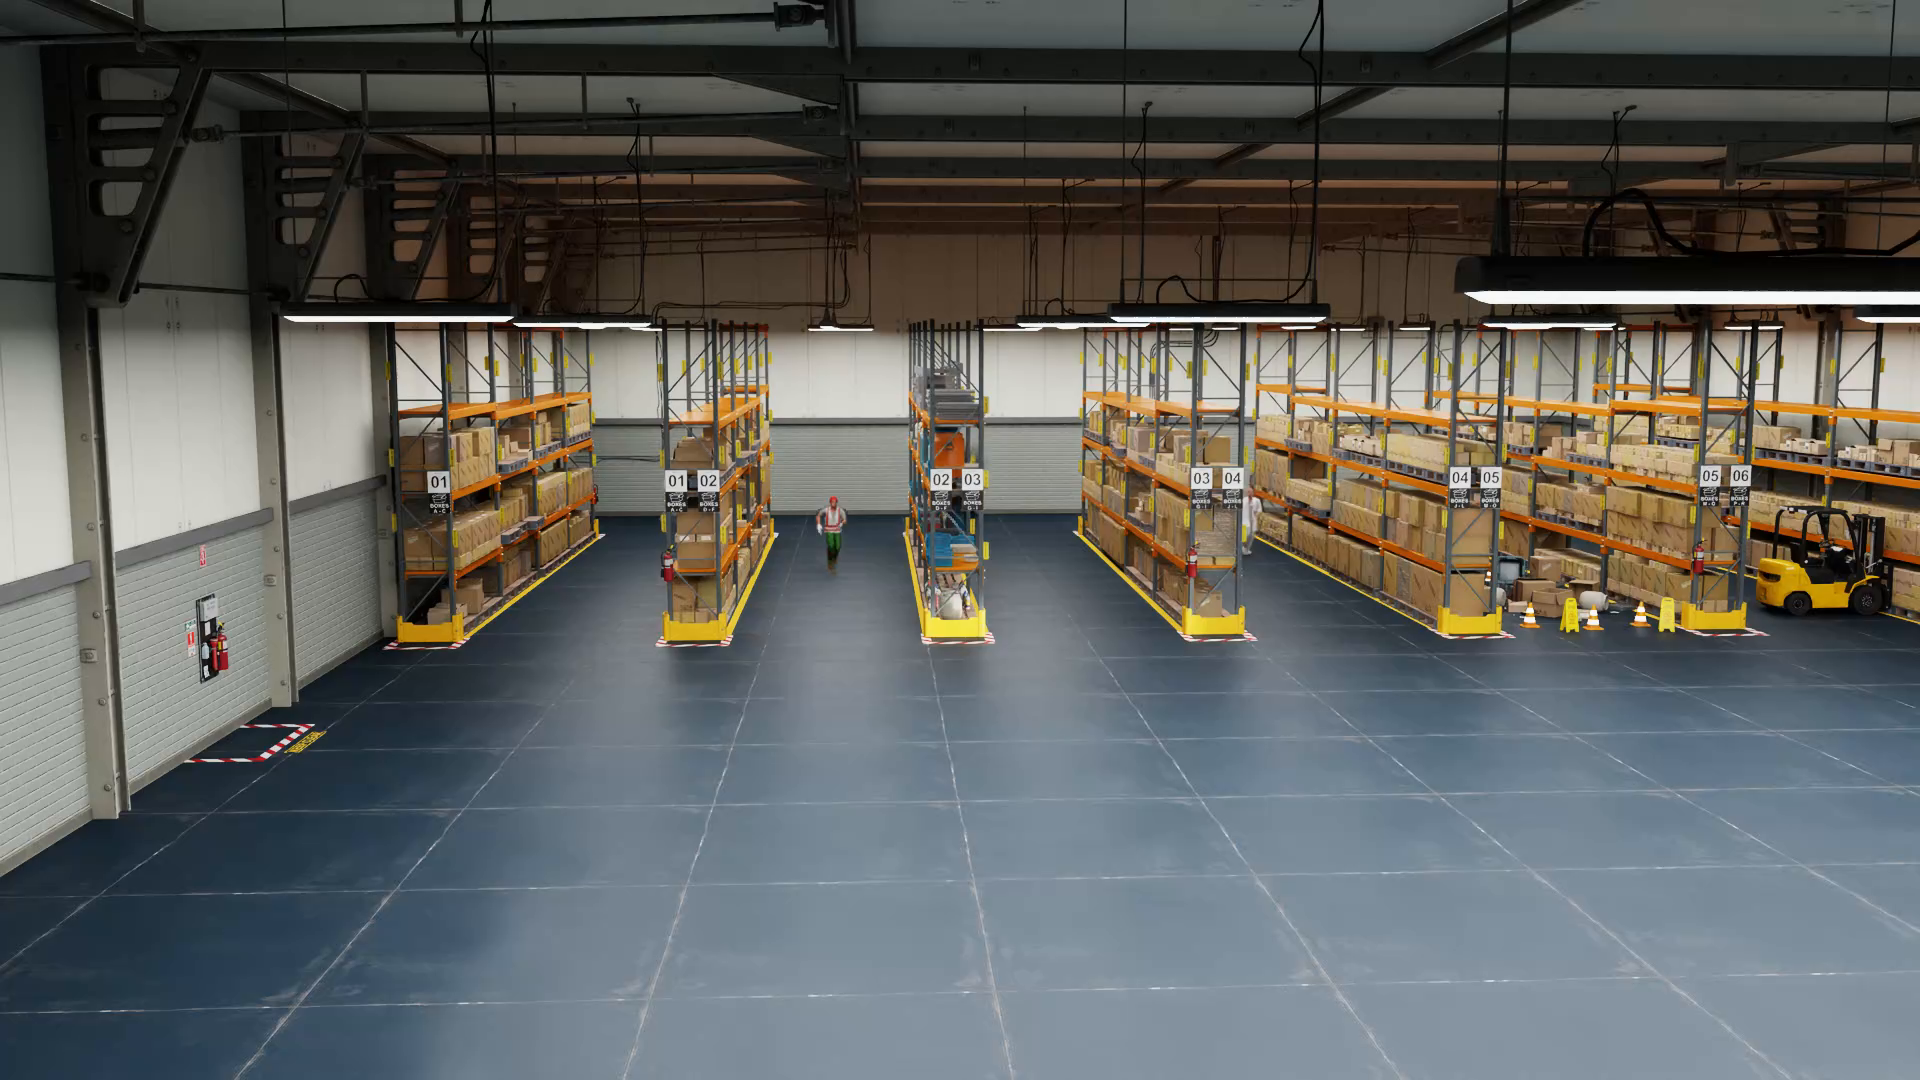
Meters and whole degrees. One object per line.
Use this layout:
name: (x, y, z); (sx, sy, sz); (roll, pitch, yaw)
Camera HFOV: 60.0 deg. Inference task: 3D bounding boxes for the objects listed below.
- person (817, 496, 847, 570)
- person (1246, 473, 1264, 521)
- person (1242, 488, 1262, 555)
person: (-3.019, -0.171, 39.450); (0.684, 1.750, 0.741); (-2, 7, -14)
person: (8.894, -1.340, 50.016); (0.678, 1.846, 0.865); (6, 9, 39)
person: (7.496, -0.473, 43.058); (0.668, 1.752, 0.717); (-1, 7, -9)
